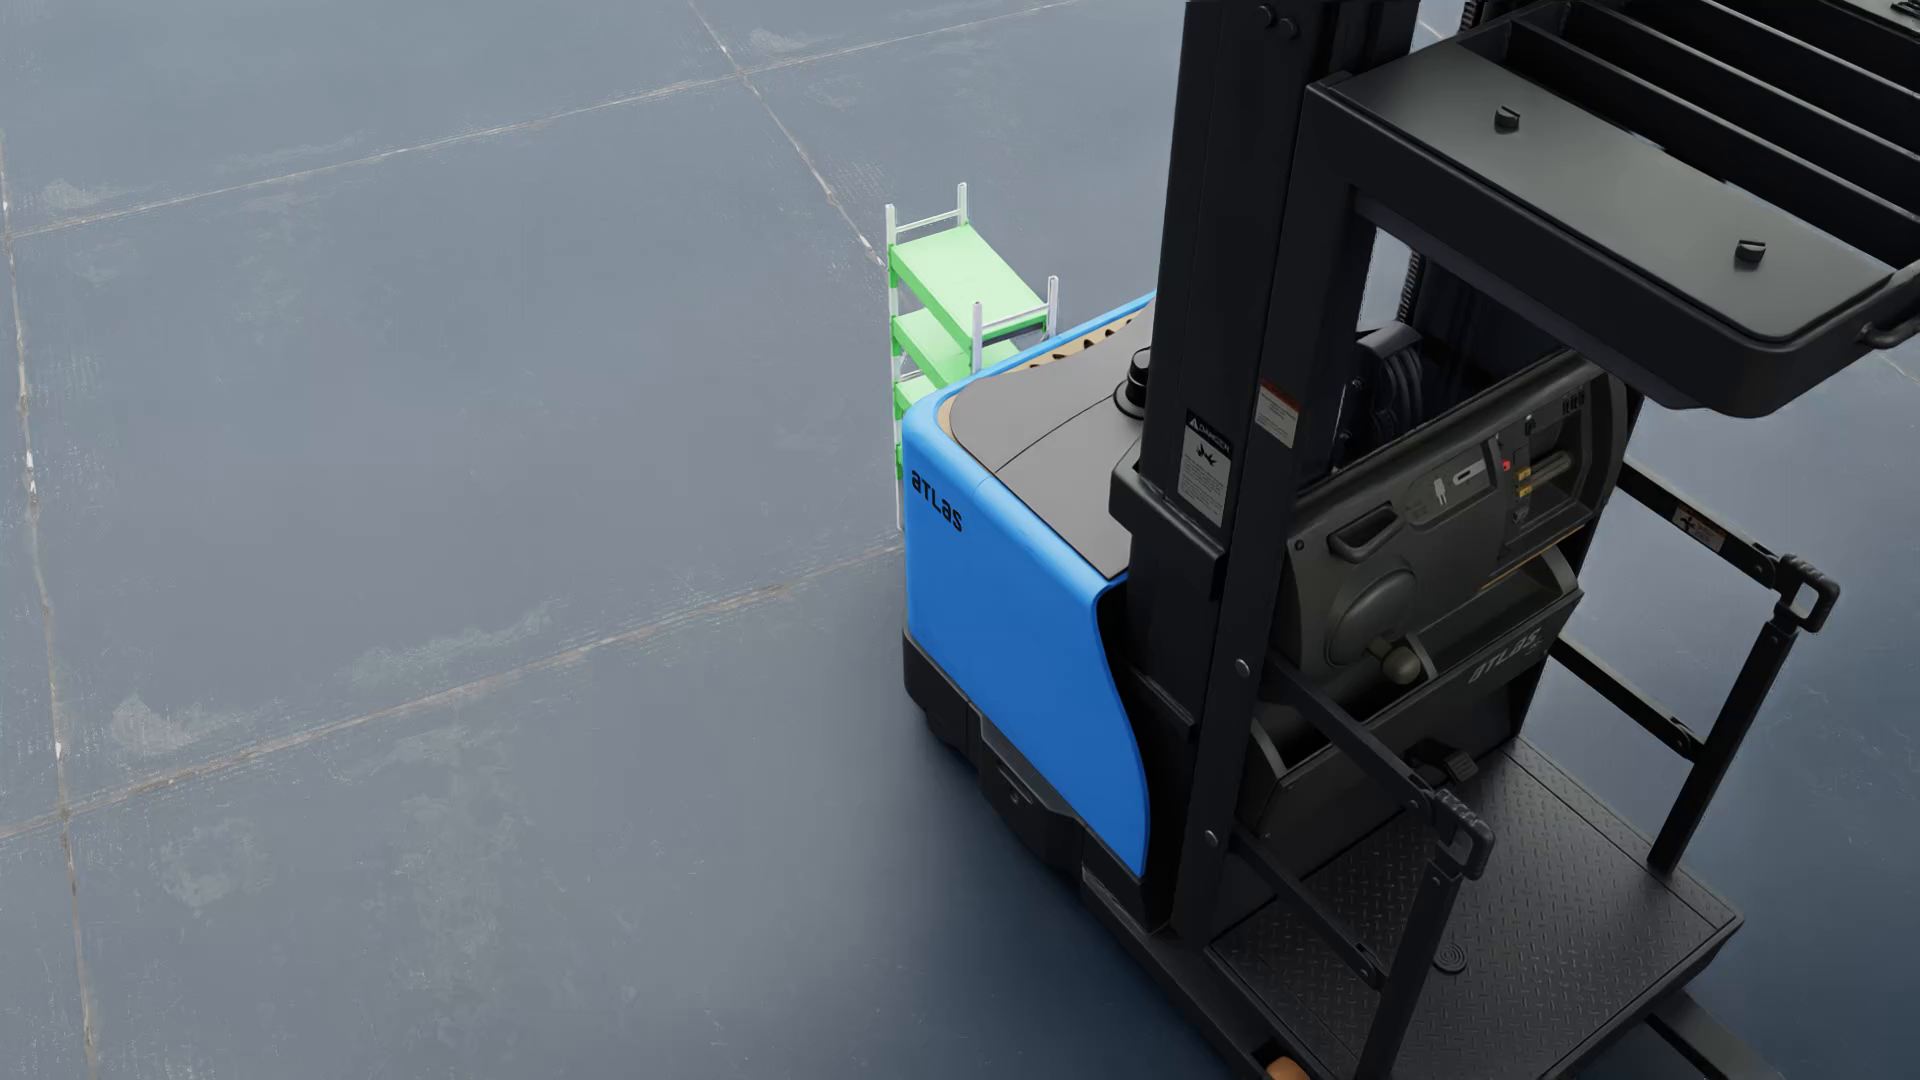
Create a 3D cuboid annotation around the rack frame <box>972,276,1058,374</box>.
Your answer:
[{"bbox_3d":[0.140,-0.200,4.599,0.240,1.200,0.015,-21,48,-20],"label":"rack frame"}]

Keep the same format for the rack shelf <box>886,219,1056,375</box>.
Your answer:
[{"bbox_3d":[0.025,-0.648,4.460,0.258,0.148,0.480,-21,48,-20],"label":"rack shelf"}]

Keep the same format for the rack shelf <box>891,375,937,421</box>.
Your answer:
[{"bbox_3d":[0.025,-0.306,4.797,0.258,0.148,0.480,-21,48,-20],"label":"rack shelf"}]

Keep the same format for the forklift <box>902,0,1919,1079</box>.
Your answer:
[{"bbox_3d":[1.110,0.038,3.125,1.130,2.935,3.031,-27,51,-25],"label":"forklift"}]

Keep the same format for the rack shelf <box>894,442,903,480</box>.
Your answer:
[{"bbox_3d":[0.025,-0.135,4.965,0.258,0.148,0.480,-21,48,-20],"label":"rack shelf"}]

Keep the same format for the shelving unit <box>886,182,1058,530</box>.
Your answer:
[{"bbox_3d":[0.025,-0.351,4.752,0.258,1.200,0.503,-21,48,-20],"label":"shelving unit"}]

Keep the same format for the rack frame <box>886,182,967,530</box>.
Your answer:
[{"bbox_3d":[-0.090,-0.503,4.905,0.240,1.200,0.015,-21,48,-20],"label":"rack frame"}]

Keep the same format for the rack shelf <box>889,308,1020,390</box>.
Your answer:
[{"bbox_3d":[0.025,-0.477,4.628,0.258,0.148,0.480,-21,48,-20],"label":"rack shelf"}]
